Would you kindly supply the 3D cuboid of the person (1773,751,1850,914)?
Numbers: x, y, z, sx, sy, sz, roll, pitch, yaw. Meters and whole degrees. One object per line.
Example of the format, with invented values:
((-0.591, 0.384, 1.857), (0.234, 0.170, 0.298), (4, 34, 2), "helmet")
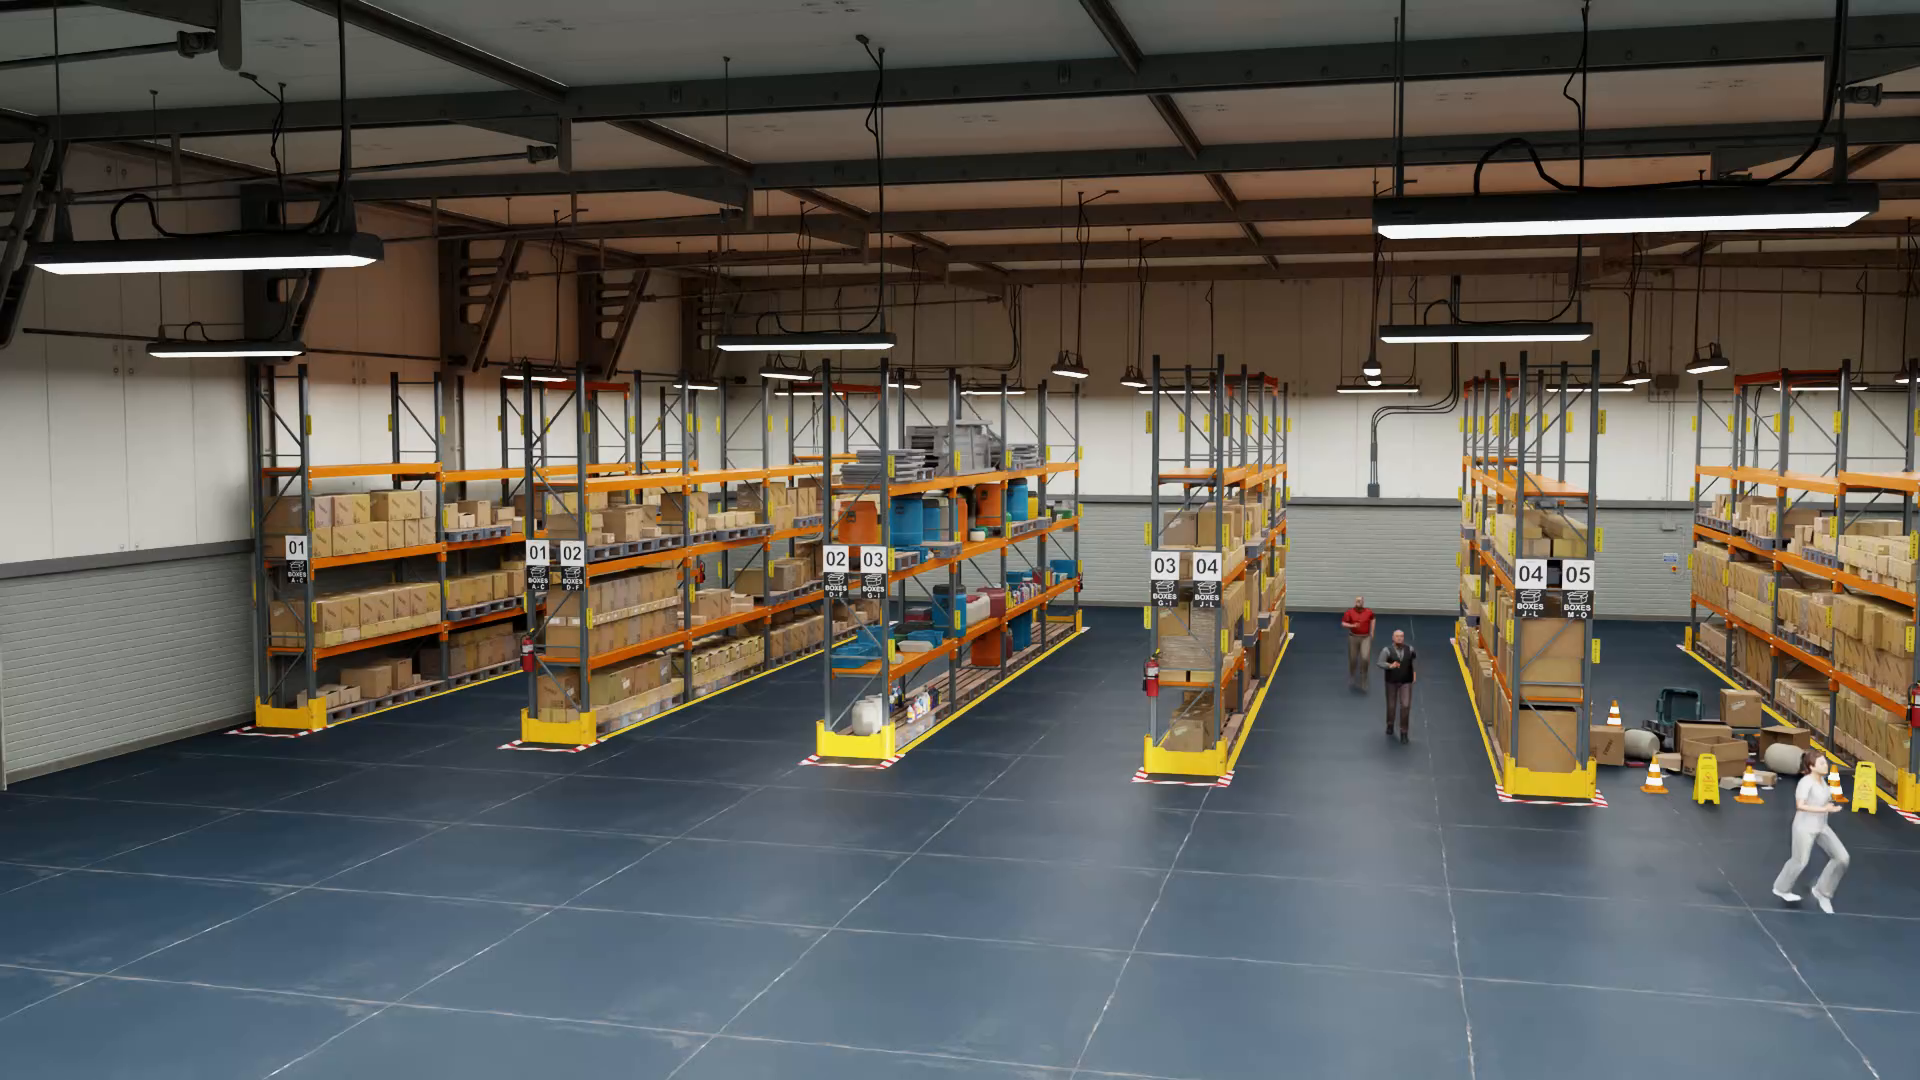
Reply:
((8.739, 2.998, 17.133), (0.550, 1.677, 0.742), (-2, 4, -28), "person")

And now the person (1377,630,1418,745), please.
((6.951, 2.309, 26.425), (0.658, 1.777, 0.828), (1, 4, 8), "person")

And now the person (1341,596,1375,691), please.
((7.589, 1.962, 31.696), (0.652, 1.812, 0.832), (1, 4, 9), "person")
